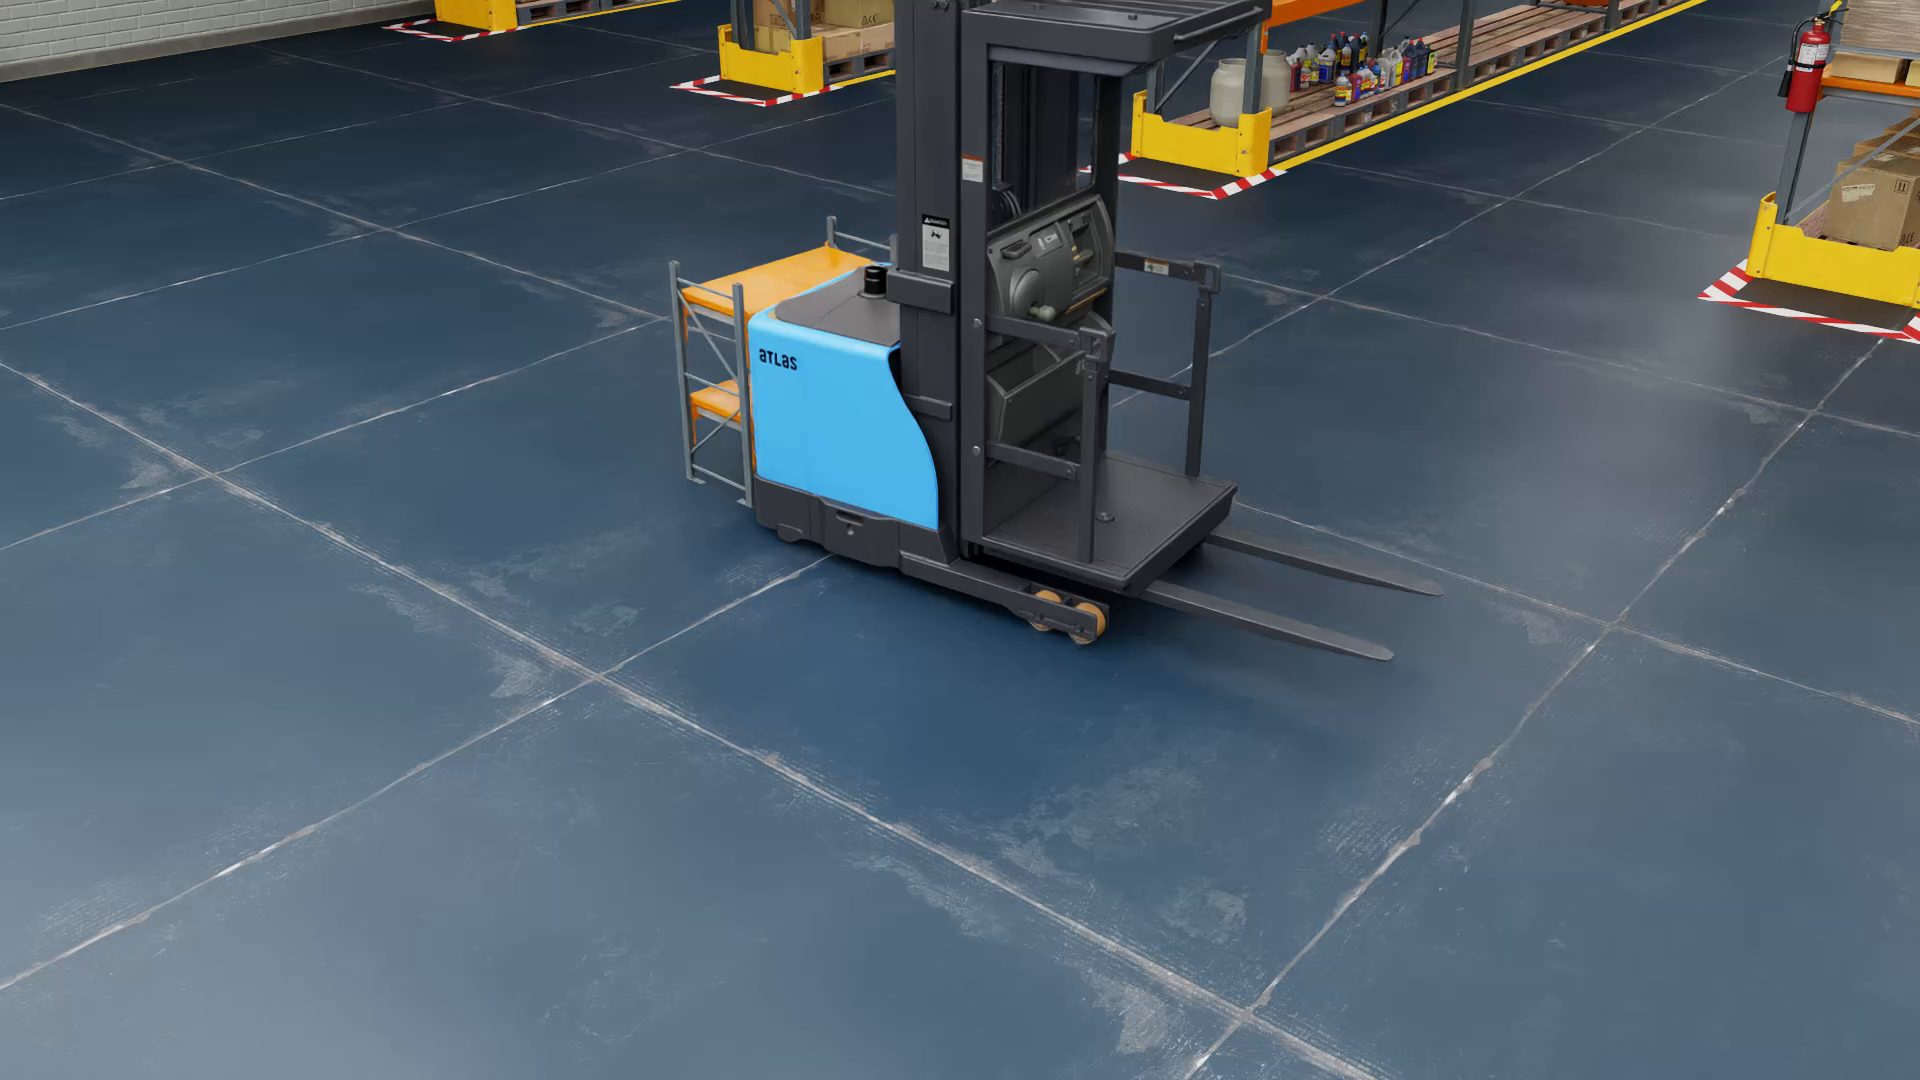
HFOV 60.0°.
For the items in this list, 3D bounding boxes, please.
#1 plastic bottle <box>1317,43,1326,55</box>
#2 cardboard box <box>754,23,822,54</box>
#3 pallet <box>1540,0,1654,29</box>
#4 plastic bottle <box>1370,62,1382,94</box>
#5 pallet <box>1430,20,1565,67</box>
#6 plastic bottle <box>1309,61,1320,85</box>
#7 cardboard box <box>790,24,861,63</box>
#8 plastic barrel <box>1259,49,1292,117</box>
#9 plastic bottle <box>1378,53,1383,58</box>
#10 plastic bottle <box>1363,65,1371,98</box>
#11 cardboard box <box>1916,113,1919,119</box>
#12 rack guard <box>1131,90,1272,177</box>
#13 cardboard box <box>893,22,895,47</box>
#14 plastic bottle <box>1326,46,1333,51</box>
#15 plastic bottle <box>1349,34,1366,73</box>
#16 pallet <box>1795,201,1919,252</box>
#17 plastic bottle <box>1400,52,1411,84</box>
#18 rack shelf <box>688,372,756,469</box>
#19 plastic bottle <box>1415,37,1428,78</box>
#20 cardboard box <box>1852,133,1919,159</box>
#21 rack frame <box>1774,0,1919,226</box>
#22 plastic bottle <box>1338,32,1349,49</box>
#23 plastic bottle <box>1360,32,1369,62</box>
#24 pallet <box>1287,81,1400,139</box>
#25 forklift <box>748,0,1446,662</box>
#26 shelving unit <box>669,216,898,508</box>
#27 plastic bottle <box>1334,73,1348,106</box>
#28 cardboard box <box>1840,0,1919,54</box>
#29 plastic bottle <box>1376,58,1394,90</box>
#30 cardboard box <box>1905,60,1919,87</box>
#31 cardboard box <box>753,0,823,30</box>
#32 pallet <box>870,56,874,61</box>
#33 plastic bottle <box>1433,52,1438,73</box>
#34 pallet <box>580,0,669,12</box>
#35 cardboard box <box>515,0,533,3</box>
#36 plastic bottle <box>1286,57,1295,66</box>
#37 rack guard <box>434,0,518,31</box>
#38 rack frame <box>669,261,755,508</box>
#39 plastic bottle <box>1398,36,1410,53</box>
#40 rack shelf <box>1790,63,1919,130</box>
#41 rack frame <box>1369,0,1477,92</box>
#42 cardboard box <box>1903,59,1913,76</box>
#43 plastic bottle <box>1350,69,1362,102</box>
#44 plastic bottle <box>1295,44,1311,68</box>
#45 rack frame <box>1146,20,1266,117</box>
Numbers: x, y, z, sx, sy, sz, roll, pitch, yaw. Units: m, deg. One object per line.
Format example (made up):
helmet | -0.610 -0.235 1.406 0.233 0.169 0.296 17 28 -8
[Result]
plastic bottle | 3.418 -4.563 15.782 0.061 0.283 0.133 23 35 37
cardboard box | -1.743 -5.124 16.926 0.500 0.250 0.500 21 34 34
pallet | 7.522 -6.323 19.743 1.003 0.211 1.213 21 34 34
plastic bottle | 3.768 -4.198 15.090 0.097 0.271 0.097 0 27 0
pallet | 5.754 -5.338 17.838 1.003 0.211 1.213 21 34 34
plastic bottle | 3.287 -4.336 15.434 0.097 0.201 0.097 0 27 0
cardboard box | -1.343 -4.973 16.634 0.500 0.250 0.500 21 34 34
plastic barrel | 2.643 -3.949 14.369 0.421 0.512 0.421 0 27 0
plastic bottle | 3.898 -4.366 15.403 0.061 0.283 0.133 21 34 34
plastic bottle | 3.639 -4.126 14.952 0.097 0.271 0.097 0 27 0
cardboard box | 7.352 -2.902 12.359 0.500 0.500 0.500 17 32 30
rack guard | 1.976 -3.364 13.709 1.175 0.500 0.348 21 34 34
cardboard box | -0.709 -5.328 17.321 0.500 0.250 0.500 21 34 34
plastic bottle | 3.490 -4.540 15.753 0.097 0.271 0.097 0 27 0
plastic bottle | 3.786 -4.664 15.905 0.144 0.351 0.185 21 34 34
pallet | 6.378 -2.052 11.487 1.003 0.211 1.213 21 34 34
plastic bottle | 4.128 -4.390 15.449 0.061 0.283 0.133 23 35 38
rack shelf | -0.833 -0.690 8.392 0.538 0.278 1.000 23 35 37
plastic bottle | 4.321 -4.558 15.701 0.144 0.351 0.185 20 33 33
cardboard box | 6.550 -2.501 11.583 0.500 0.500 0.500 -18 32 -31
rack frame | 5.786 -2.986 10.258 1.000 3.000 0.127 21 34 34
plastic bottle | 3.675 -4.706 15.986 0.144 0.351 0.185 22 34 36
plastic bottle | 3.967 -4.851 16.352 0.097 0.271 0.097 0 27 0
pallet | 3.273 -3.953 15.161 1.003 0.211 1.213 21 34 34
forklift | 0.559 -1.150 6.782 3.031 2.935 1.130 17 32 29
shelving unit | -0.833 -0.907 8.279 0.538 1.125 1.048 23 35 37
plastic bottle | 3.358 -3.969 14.648 0.097 0.271 0.097 0 27 0
cardboard box | 6.157 -3.350 10.528 0.875 0.500 0.500 21 34 34
plastic bottle | 3.887 -4.286 15.256 0.152 0.276 0.135 21 34 35
cardboard box | 6.151 -2.906 10.376 0.380 0.149 0.250 21 34 34
cardboard box | -1.744 -5.458 16.755 0.500 0.500 0.500 21 34 34
pallet | -0.625 -5.358 17.878 1.003 0.211 1.213 21 34 34
plastic bottle | 4.518 -4.585 15.914 0.097 0.201 0.097 0 27 0
pallet | -4.312 -6.826 20.715 1.003 0.211 1.213 21 34 34
cardboard box | -5.171 -6.549 19.593 0.500 0.311 0.500 17 32 29
plastic bottle | 2.975 -4.280 15.244 0.152 0.276 0.135 21 34 35
rack guard | -5.632 -6.246 19.279 1.175 0.500 0.348 21 34 34
rack frame | -1.178 -0.736 7.948 0.500 1.125 0.032 23 35 37
plastic bottle | 4.210 -4.600 15.782 0.144 0.351 0.185 21 34 34
rack shelf | 7.058 -3.376 11.794 1.077 0.370 4.000 21 34 34
rack frame | 4.508 -5.852 15.797 1.000 3.000 0.127 21 34 34
cardboard box | 5.968 -3.124 10.798 0.380 0.149 0.250 21 34 34
plastic bottle | 3.516 -4.049 14.790 0.061 0.283 0.133 21 34 35
plastic bottle | 3.166 -4.422 15.438 0.144 0.351 0.185 22 35 36
rack frame | 1.964 -4.434 13.056 1.000 3.000 0.127 21 34 34
